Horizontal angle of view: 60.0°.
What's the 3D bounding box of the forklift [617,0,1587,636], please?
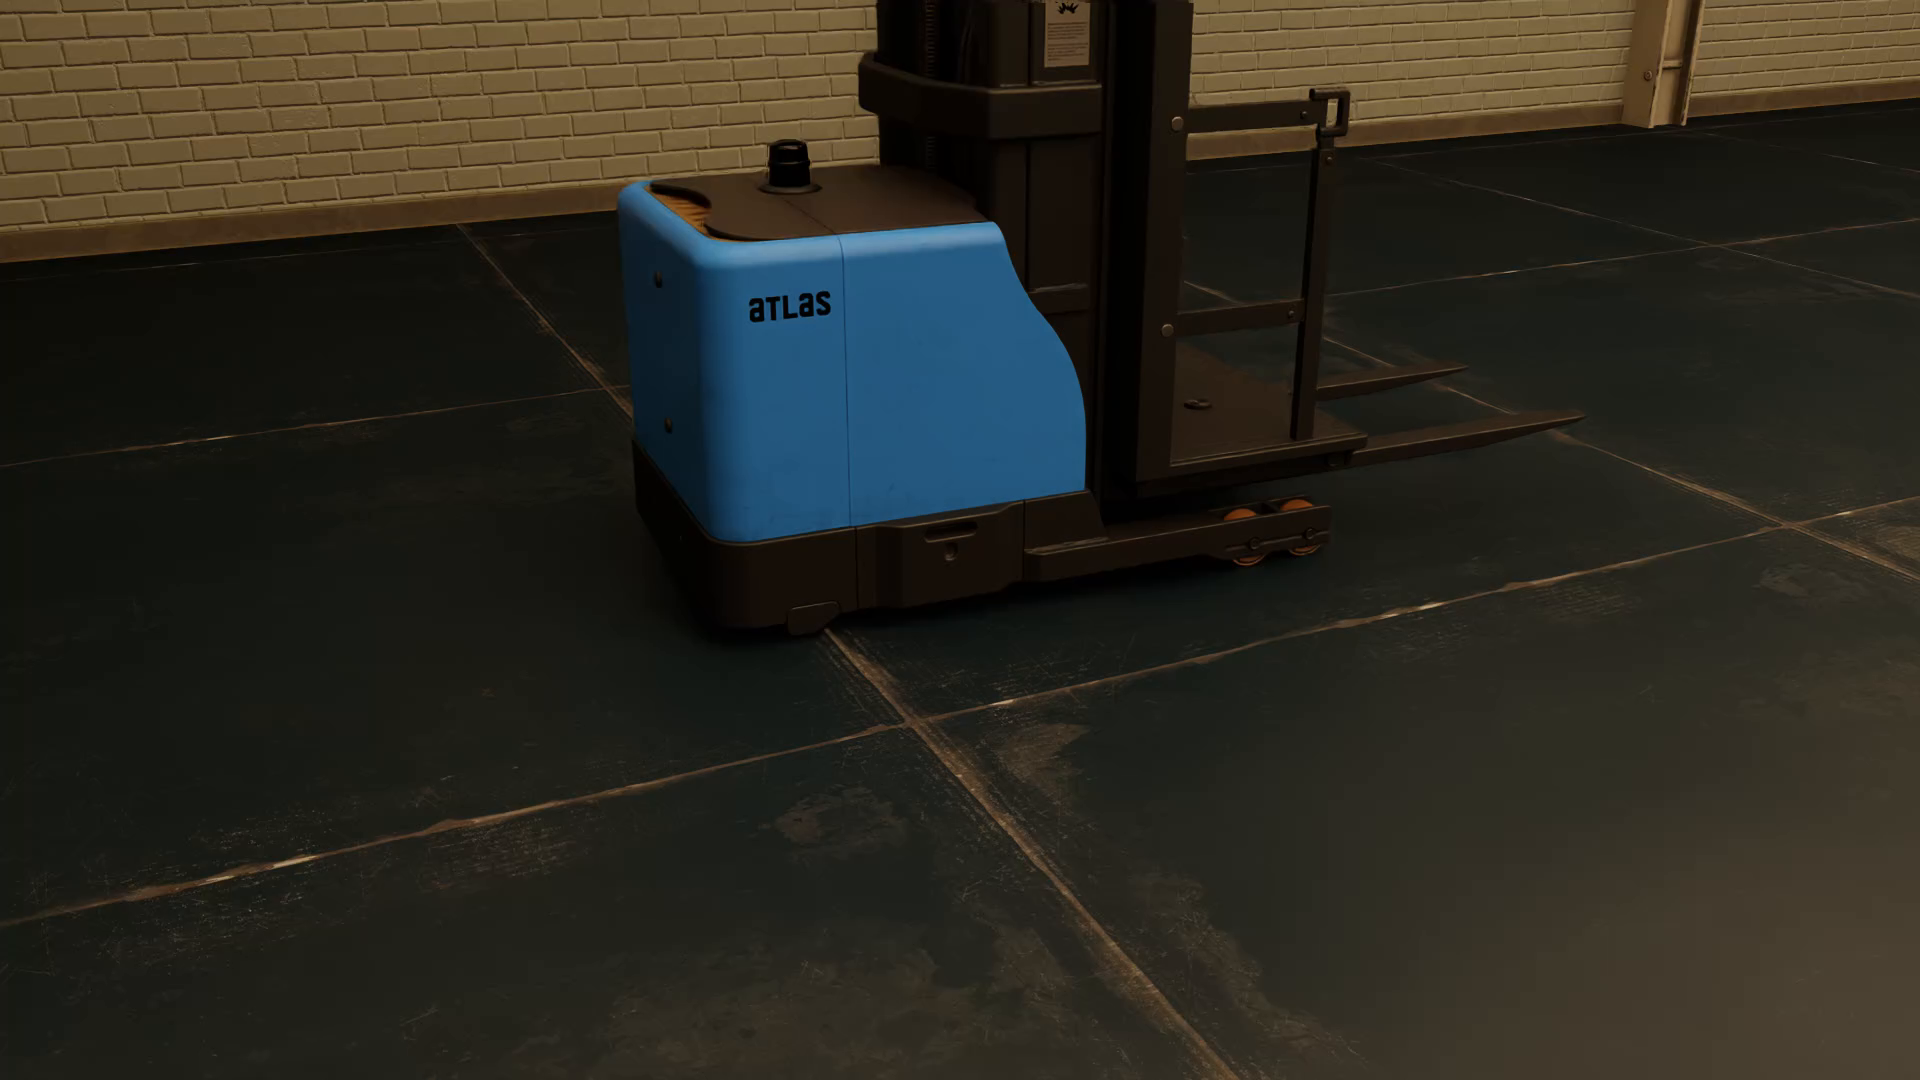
[{"bbox_3d":[0.564,-1.453,4.784,3.031,2.935,1.130,-9,24,-21],"label":"forklift"}]
